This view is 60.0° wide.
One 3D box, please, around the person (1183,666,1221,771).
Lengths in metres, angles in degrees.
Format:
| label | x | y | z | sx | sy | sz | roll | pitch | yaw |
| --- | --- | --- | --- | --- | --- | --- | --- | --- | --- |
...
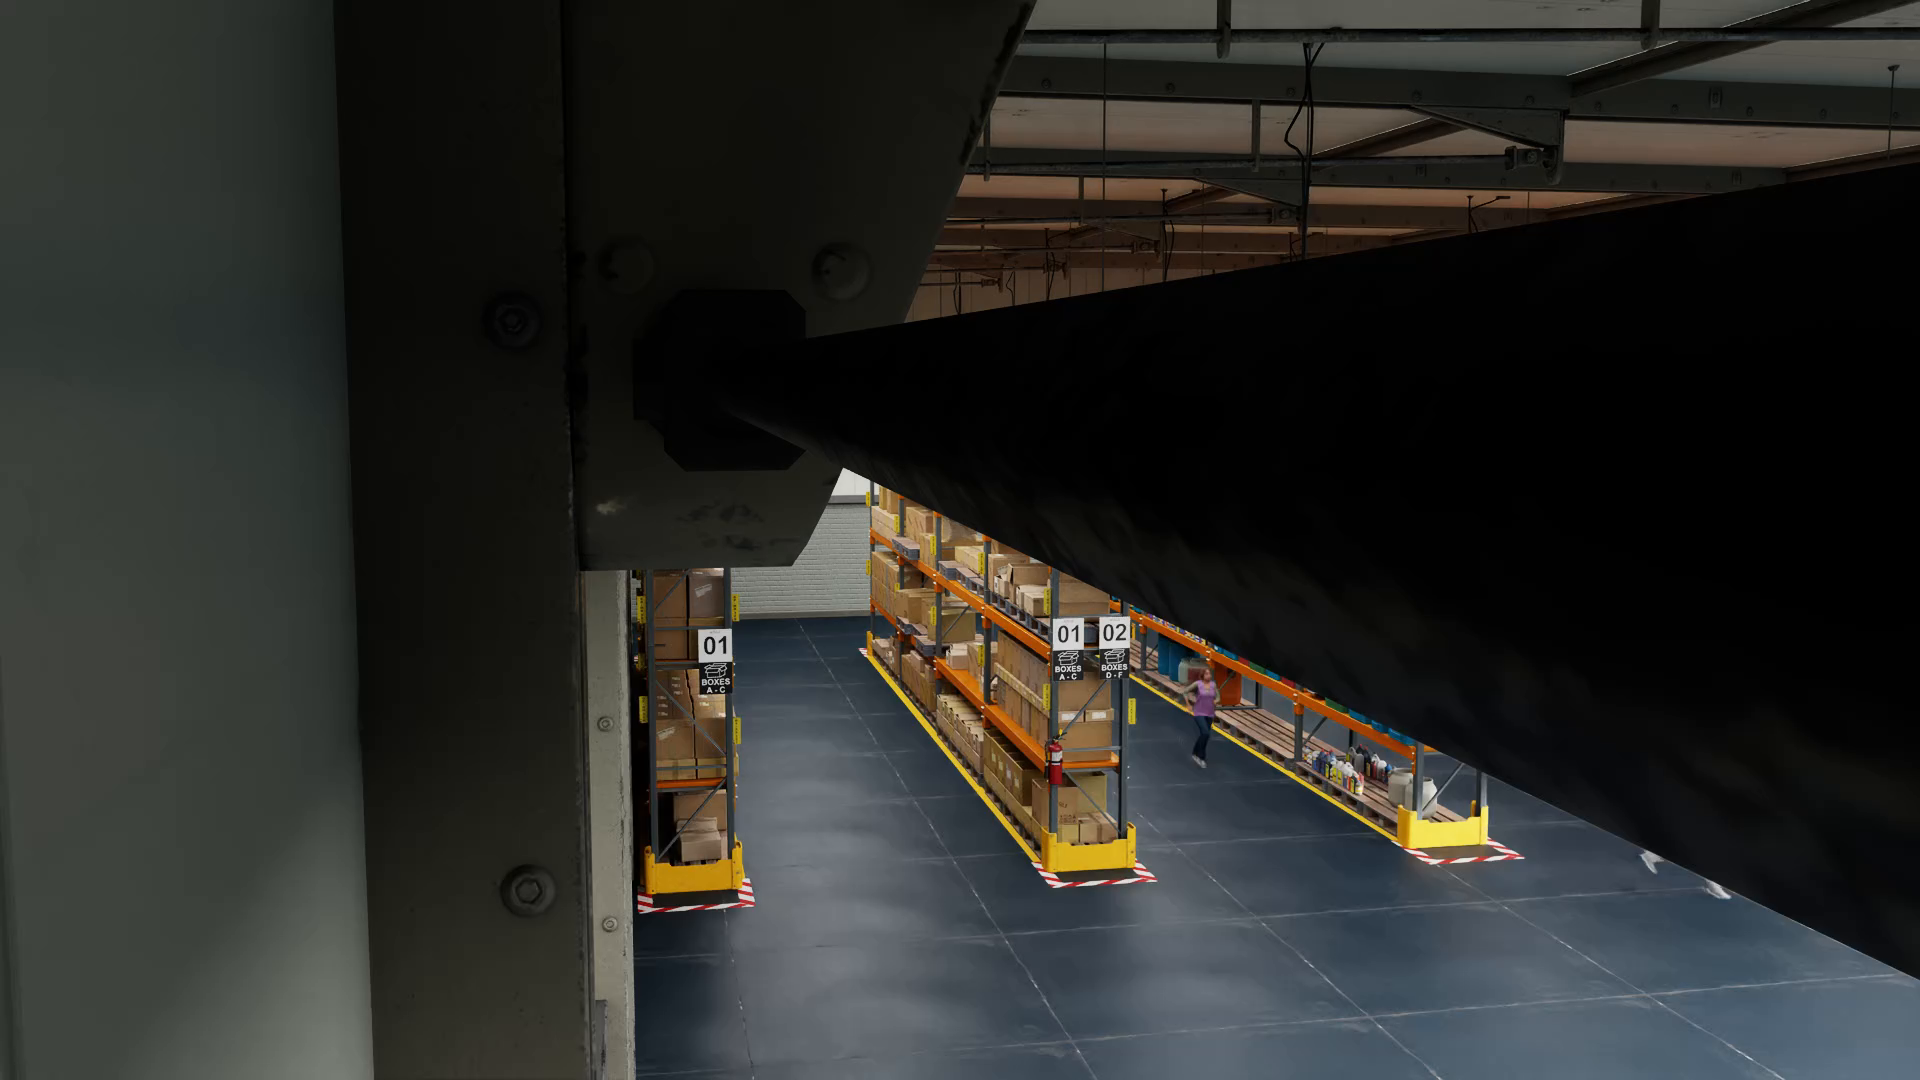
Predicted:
| label | x | y | z | sx | sy | sz | roll | pitch | yaw |
| --- | --- | --- | --- | --- | --- | --- | --- | --- | --- |
| person | 3.848 | 2.796 | 26.238 | 0.515 | 1.621 | 0.663 | -3 | 6 | -23 |

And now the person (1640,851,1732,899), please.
| label | x | y | z | sx | sy | sz | roll | pitch | yaw |
| --- | --- | --- | --- | --- | --- | --- | --- | --- | --- |
| person | 8.738 | 3.445 | 19.947 | 1.032 | 1.708 | 0.545 | 1 | 6 | 13 |
